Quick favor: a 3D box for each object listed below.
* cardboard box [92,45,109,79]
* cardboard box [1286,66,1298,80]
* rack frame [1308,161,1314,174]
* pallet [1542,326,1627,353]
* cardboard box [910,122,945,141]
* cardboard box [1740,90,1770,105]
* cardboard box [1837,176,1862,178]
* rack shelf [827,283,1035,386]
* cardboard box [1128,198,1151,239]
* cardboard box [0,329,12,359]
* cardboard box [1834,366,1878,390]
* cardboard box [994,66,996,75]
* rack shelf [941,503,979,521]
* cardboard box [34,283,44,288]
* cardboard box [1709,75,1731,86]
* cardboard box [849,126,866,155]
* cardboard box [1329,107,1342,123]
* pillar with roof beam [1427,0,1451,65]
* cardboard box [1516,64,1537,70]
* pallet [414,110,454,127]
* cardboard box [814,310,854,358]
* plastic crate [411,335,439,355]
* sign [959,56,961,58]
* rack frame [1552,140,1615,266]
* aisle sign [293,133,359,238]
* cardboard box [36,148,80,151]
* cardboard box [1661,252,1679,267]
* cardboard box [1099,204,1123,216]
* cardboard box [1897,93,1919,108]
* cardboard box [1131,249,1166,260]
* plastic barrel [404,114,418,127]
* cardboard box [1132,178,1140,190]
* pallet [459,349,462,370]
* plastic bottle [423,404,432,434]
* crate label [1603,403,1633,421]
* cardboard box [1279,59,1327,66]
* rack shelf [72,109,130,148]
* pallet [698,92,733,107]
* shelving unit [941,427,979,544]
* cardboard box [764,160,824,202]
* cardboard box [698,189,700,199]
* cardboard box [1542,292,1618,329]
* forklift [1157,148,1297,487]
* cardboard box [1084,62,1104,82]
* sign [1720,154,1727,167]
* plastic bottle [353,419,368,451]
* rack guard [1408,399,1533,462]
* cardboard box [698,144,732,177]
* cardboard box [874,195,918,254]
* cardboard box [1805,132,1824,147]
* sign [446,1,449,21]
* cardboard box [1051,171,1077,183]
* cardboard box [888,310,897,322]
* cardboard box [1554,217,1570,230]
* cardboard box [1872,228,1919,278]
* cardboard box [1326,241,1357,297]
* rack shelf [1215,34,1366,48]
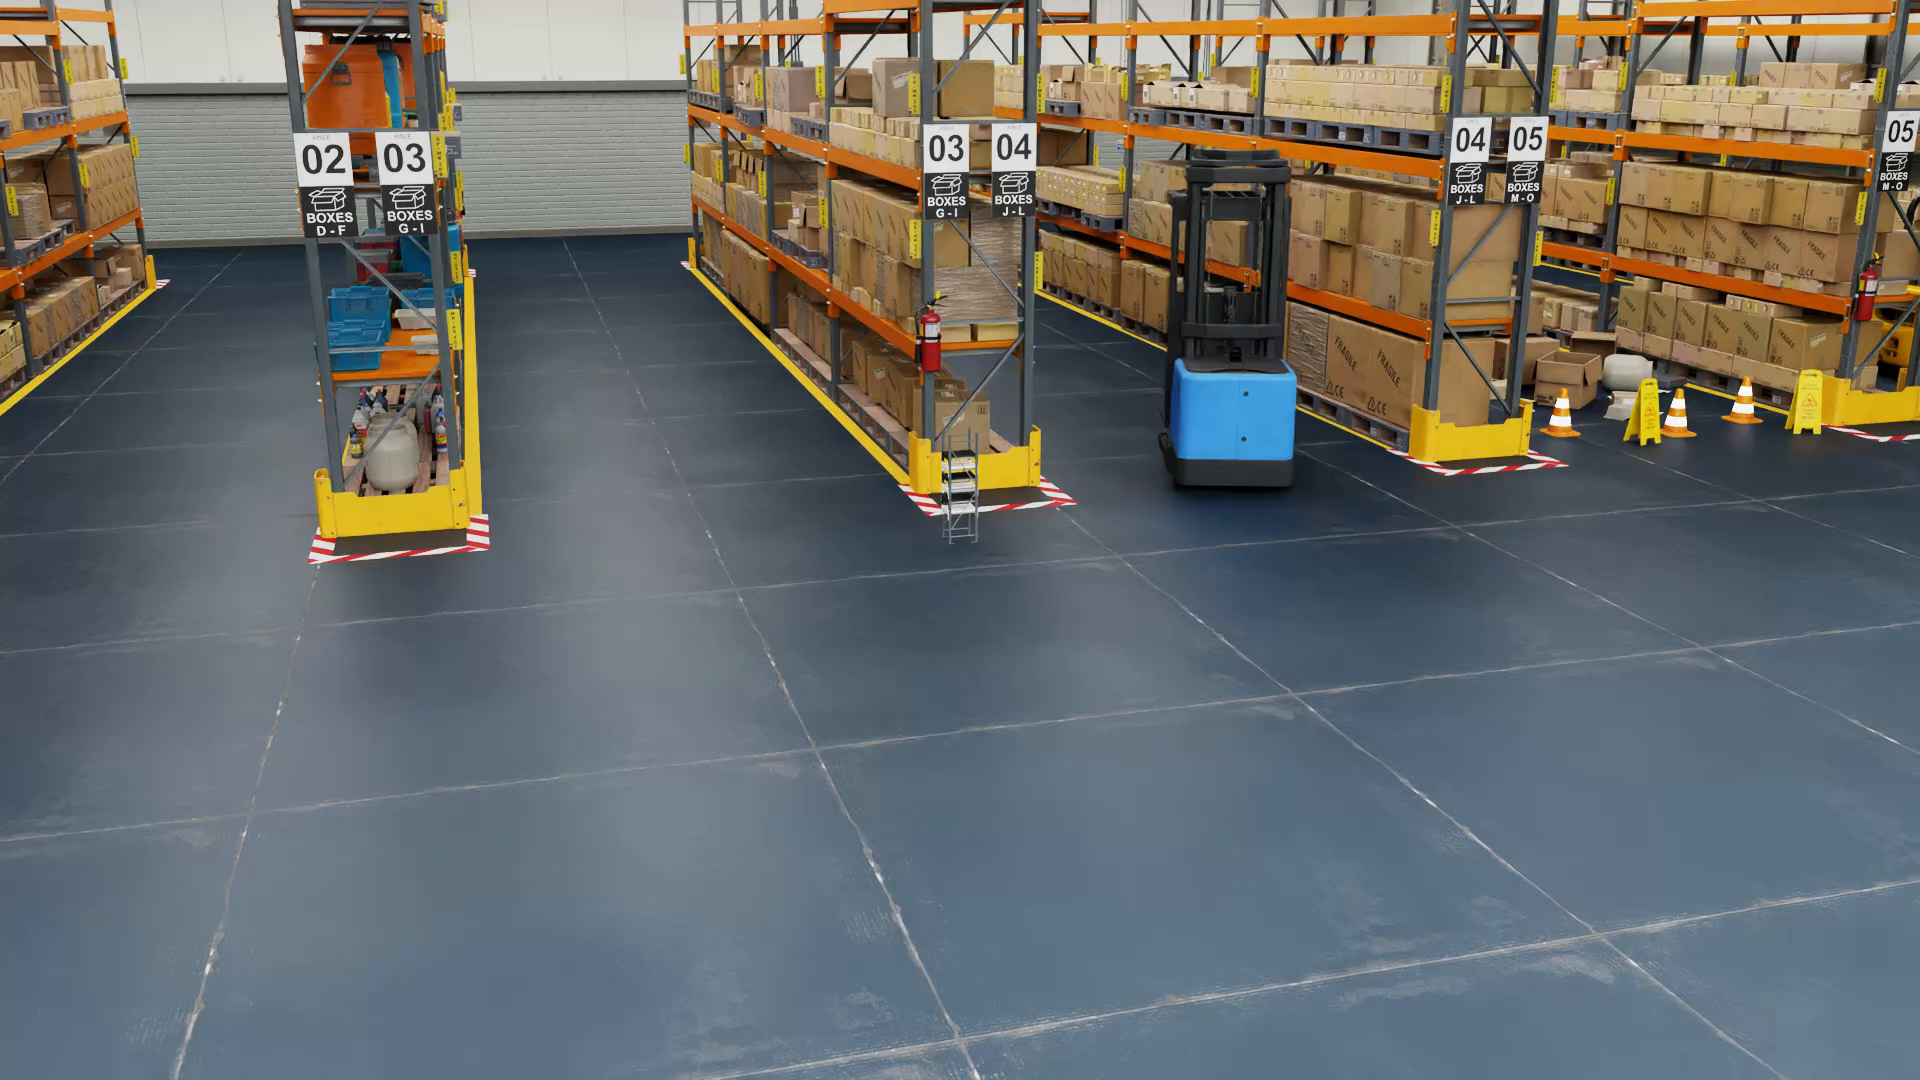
[{"bbox_3d":[-13.609,-7.379,25.679,0.700,0.500,0.500,-5,17,-15],"label":"cardboard box"},{"bbox_3d":[3.768,-5.063,18.026,0.380,0.149,0.250,-5,17,-16],"label":"cardboard box"},{"bbox_3d":[6.388,-6.016,28.266,1.000,3.000,0.127,-5,17,-15],"label":"rack frame"},{"bbox_3d":[8.371,-2.683,22.017,1.003,0.211,1.213,-5,17,-15],"label":"pallet"},{"bbox_3d":[-0.219,-3.521,14.314,0.380,0.149,0.250,-5,17,-15],"label":"cardboard box"},{"bbox_3d":[8.855,-4.887,18.343,0.380,0.149,0.250,-4,17,-14],"label":"cardboard box"},{"bbox_3d":[13.015,-5.244,24.396,0.380,0.149,0.250,-5,17,-16],"label":"cardboard box"},{"bbox_3d":[-0.393,-2.122,16.553,1.077,0.370,4.000,-5,17,-15],"label":"rack shelf"},{"bbox_3d":[2.619,-4.393,22.688,0.500,0.500,0.500,-5,17,-15],"label":"cardboard box"},{"bbox_3d":[-11.038,-2.228,18.731,0.500,0.311,0.500,-5,17,-16],"label":"cardboard box"},{"bbox_3d":[9.730,-1.826,18.367,0.500,0.250,0.500,-5,17,-16],"label":"cardboard box"},{"bbox_3d":[0.704,-8.027,28.446,0.380,0.149,0.250,-4,17,-14],"label":"cardboard box"},{"bbox_3d":[-0.002,-0.229,13.391,0.258,0.077,0.200,-5,17,-15],"label":"rack shelf"},{"bbox_3d":[-12.611,-3.164,22.352,0.500,0.500,0.500,-4,17,-14],"label":"cardboard box"},{"bbox_3d":[11.909,-7.154,25.891,0.380,0.149,0.250,-5,18,-17],"label":"cardboard box"},{"bbox_3d":[-0.788,-3.956,16.453,0.500,0.250,0.500,-5,18,-17],"label":"cardboard box"},{"bbox_3d":[4.046,-4.401,17.208,0.380,0.149,0.250,-4,17,-15],"label":"cardboard box"},{"bbox_3d":[6.046,-10.866,33.983,9.100,9.000,0.400,-5,17,-15],"label":"pillar with roof beam"},{"bbox_3d":[10.510,-8.557,30.387,0.500,0.250,0.500,-4,17,-14],"label":"cardboard box"},{"bbox_3d":[-6.920,-5.300,20.996,1.003,0.211,1.213,-5,17,-15],"label":"pallet"},{"bbox_3d":[-1.357,-2.493,20.118,0.700,0.500,0.500,-6,18,-20],"label":"cardboard box"},{"bbox_3d":[-4.542,-1.668,14.251,0.298,0.136,0.250,-5,17,-15],"label":"plastic crate"},{"bbox_3d":[0.035,-8.515,29.853,0.100,0.325,0.005,-5,17,-15],"label":"sign"},{"bbox_3d":[11.159,-6.410,29.576,1.000,3.000,0.127,-5,17,-15],"label":"rack frame"},{"bbox_3d":[-4.871,-2.723,12.785,0.394,0.787,0.004,-5,17,-15],"label":"aisle sign"},{"bbox_3d":[-13.614,-5.657,25.160,0.500,0.500,0.500,-4,17,-14],"label":"cardboard box"},{"bbox_3d":[8.620,-3.362,19.868,0.380,0.149,0.250,-4,17,-14],"label":"cardboard box"},{"bbox_3d":[2.178,-4.671,23.496,0.380,0.149,0.250,-4,17,-14],"label":"cardboard box"},{"bbox_3d":[9.784,-4.509,17.087,0.380,0.149,0.250,-5,17,-16],"label":"cardboard box"},{"bbox_3d":[2.799,-4.063,24.077,0.500,0.250,0.500,-6,18,-18],"label":"cardboard box"},{"bbox_3d":[-6.230,-4.772,19.149,0.301,0.262,0.301,0,17,0],"label":"plastic barrel"},{"bbox_3d":[2.675,-5.142,24.027,0.380,0.149,0.250,-5,17,-16],"label":"cardboard box"},{"bbox_3d":[-6.628,-2.182,20.348,1.003,0.211,1.213,-5,17,-15],"label":"pallet"},{"bbox_3d":[-5.170,-1.186,16.144,0.061,0.283,0.133,-5,17,-15],"label":"plastic bottle"},{"bbox_3d":[7.078,-1.373,17.786,0.298,0.136,0.250,16,23,42],"label":"crate label"},{"bbox_3d":[5.986,-8.122,28.978,0.797,0.503,0.637,-3,17,-11],"label":"cardboard box"},{"bbox_3d":[-13.216,-6.096,24.567,1.077,0.370,4.000,-5,17,-15],"label":"rack shelf"},{"bbox_3d":[-3.687,-7.191,27.116,1.003,0.211,1.213,-5,17,-15],"label":"pallet"},{"bbox_3d":[-0.002,-0.433,13.330,0.258,0.900,0.210,-5,17,-15],"label":"shelving unit"},{"bbox_3d":[-2.227,-4.858,22.493,0.797,0.503,0.637,-4,17,-13],"label":"cardboard box"},{"bbox_3d":[-4.244,-5.881,28.252,0.380,0.149,0.250,-5,17,-16],"label":"cardboard box"},{"bbox_3d":[8.239,-3.089,22.360,0.950,0.372,0.625,-4,17,-12],"label":"cardboard box"},{"bbox_3d":[2.515,-2.249,15.846,1.130,2.935,3.031,1,17,2],"label":"forklift"},{"bbox_3d":[2.021,-6.787,24.114,0.396,0.266,0.258,-5,17,-15],"label":"cardboard box"},{"bbox_3d":[11.739,-5.774,25.586,0.100,0.325,0.005,-5,17,-15],"label":"sign"},{"bbox_3d":[-5.574,-0.973,15.448,0.152,0.276,0.135,-5,17,-15],"label":"plastic bottle"},{"bbox_3d":[4.961,-1.074,16.157,1.175,0.500,0.348,-5,17,-15],"label":"rack guard"},{"bbox_3d":[-4.082,-6.334,27.763,0.500,0.500,0.500,-5,17,-17],"label":"cardboard box"},{"bbox_3d":[-0.510,-2.991,15.768,0.500,0.500,0.500,-5,17,-15],"label":"cardboard box"},{"bbox_3d":[9.178,-4.232,17.550,0.380,0.149,0.250,-4,17,-14],"label":"cardboard box"},{"bbox_3d":[-8.478,-8.714,27.381,0.100,0.325,0.005,-5,17,-15],"label":"sign"},{"bbox_3d":[1.610,-5.529,25.319,0.380,0.149,0.250,-5,17,-16],"label":"cardboard box"},{"bbox_3d":[-0.479,-2.200,15.999,0.380,0.149,0.250,-5,17,-15],"label":"cardboard box"},{"bbox_3d":[8.019,-4.147,21.752,0.380,0.149,0.250,-5,17,-16],"label":"cardboard box"},{"bbox_3d":[9.822,-3.040,17.668,0.500,0.500,0.500,-5,17,-16],"label":"cardboard box"},{"bbox_3d":[4.418,-2.907,17.655,0.875,0.550,0.500,-5,17,-15],"label":"cardboard box"},{"bbox_3d":[5.838,-8.906,29.406,1.077,0.370,4.000,-5,17,-15],"label":"rack shelf"}]
